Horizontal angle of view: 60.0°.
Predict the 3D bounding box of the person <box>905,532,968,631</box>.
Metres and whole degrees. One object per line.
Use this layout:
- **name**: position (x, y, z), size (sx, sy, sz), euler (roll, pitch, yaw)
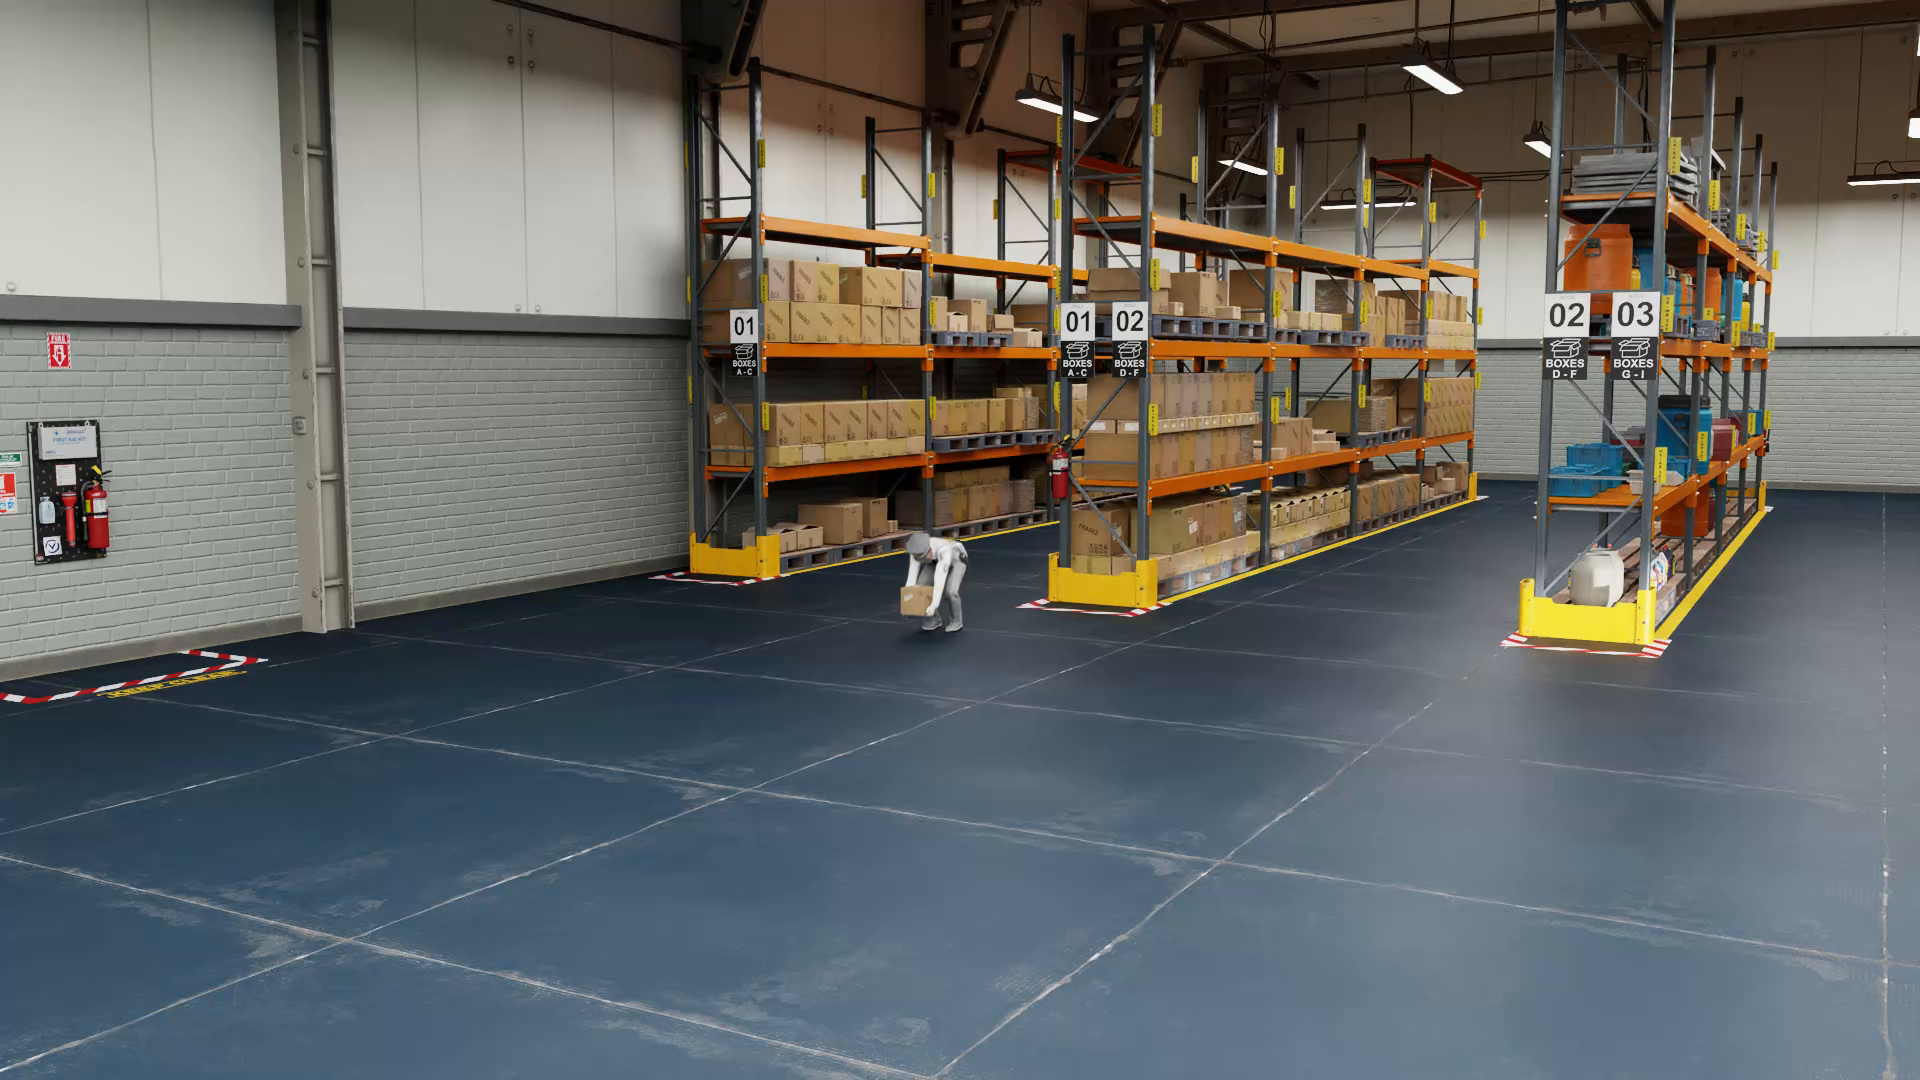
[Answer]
- **person**: position (-0.242, 0.391, 15.887), size (0.467, 0.991, 0.917), euler (3, 7, 26)
